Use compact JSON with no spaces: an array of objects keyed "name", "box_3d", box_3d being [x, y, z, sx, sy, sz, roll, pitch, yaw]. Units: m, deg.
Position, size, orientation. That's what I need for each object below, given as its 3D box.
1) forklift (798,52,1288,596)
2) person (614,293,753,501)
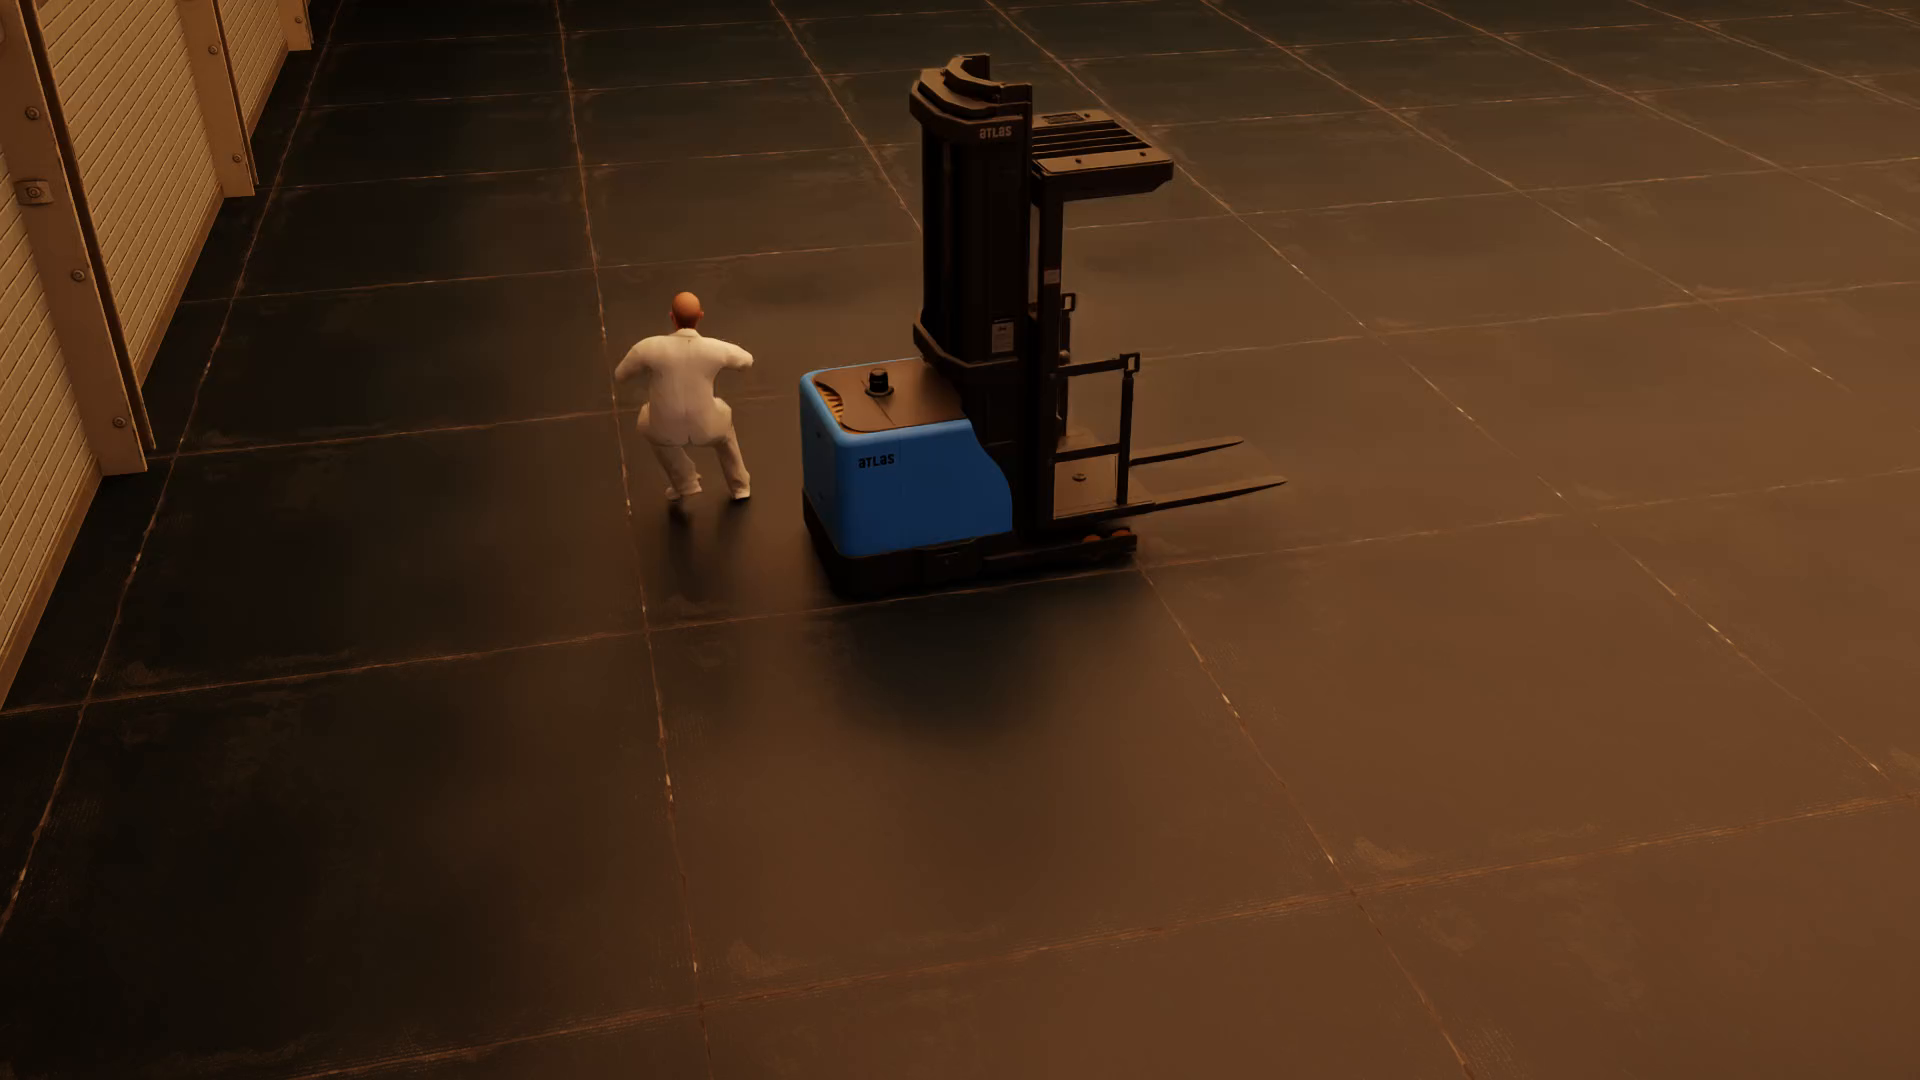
[{"name":"forklift","box_3d":[0.577,-1.372,9.944,3.031,2.935,1.130,-10,31,-16]},{"name":"person","box_3d":[-1.711,-0.845,10.454,0.883,1.624,0.687,-10,32,-17]}]
